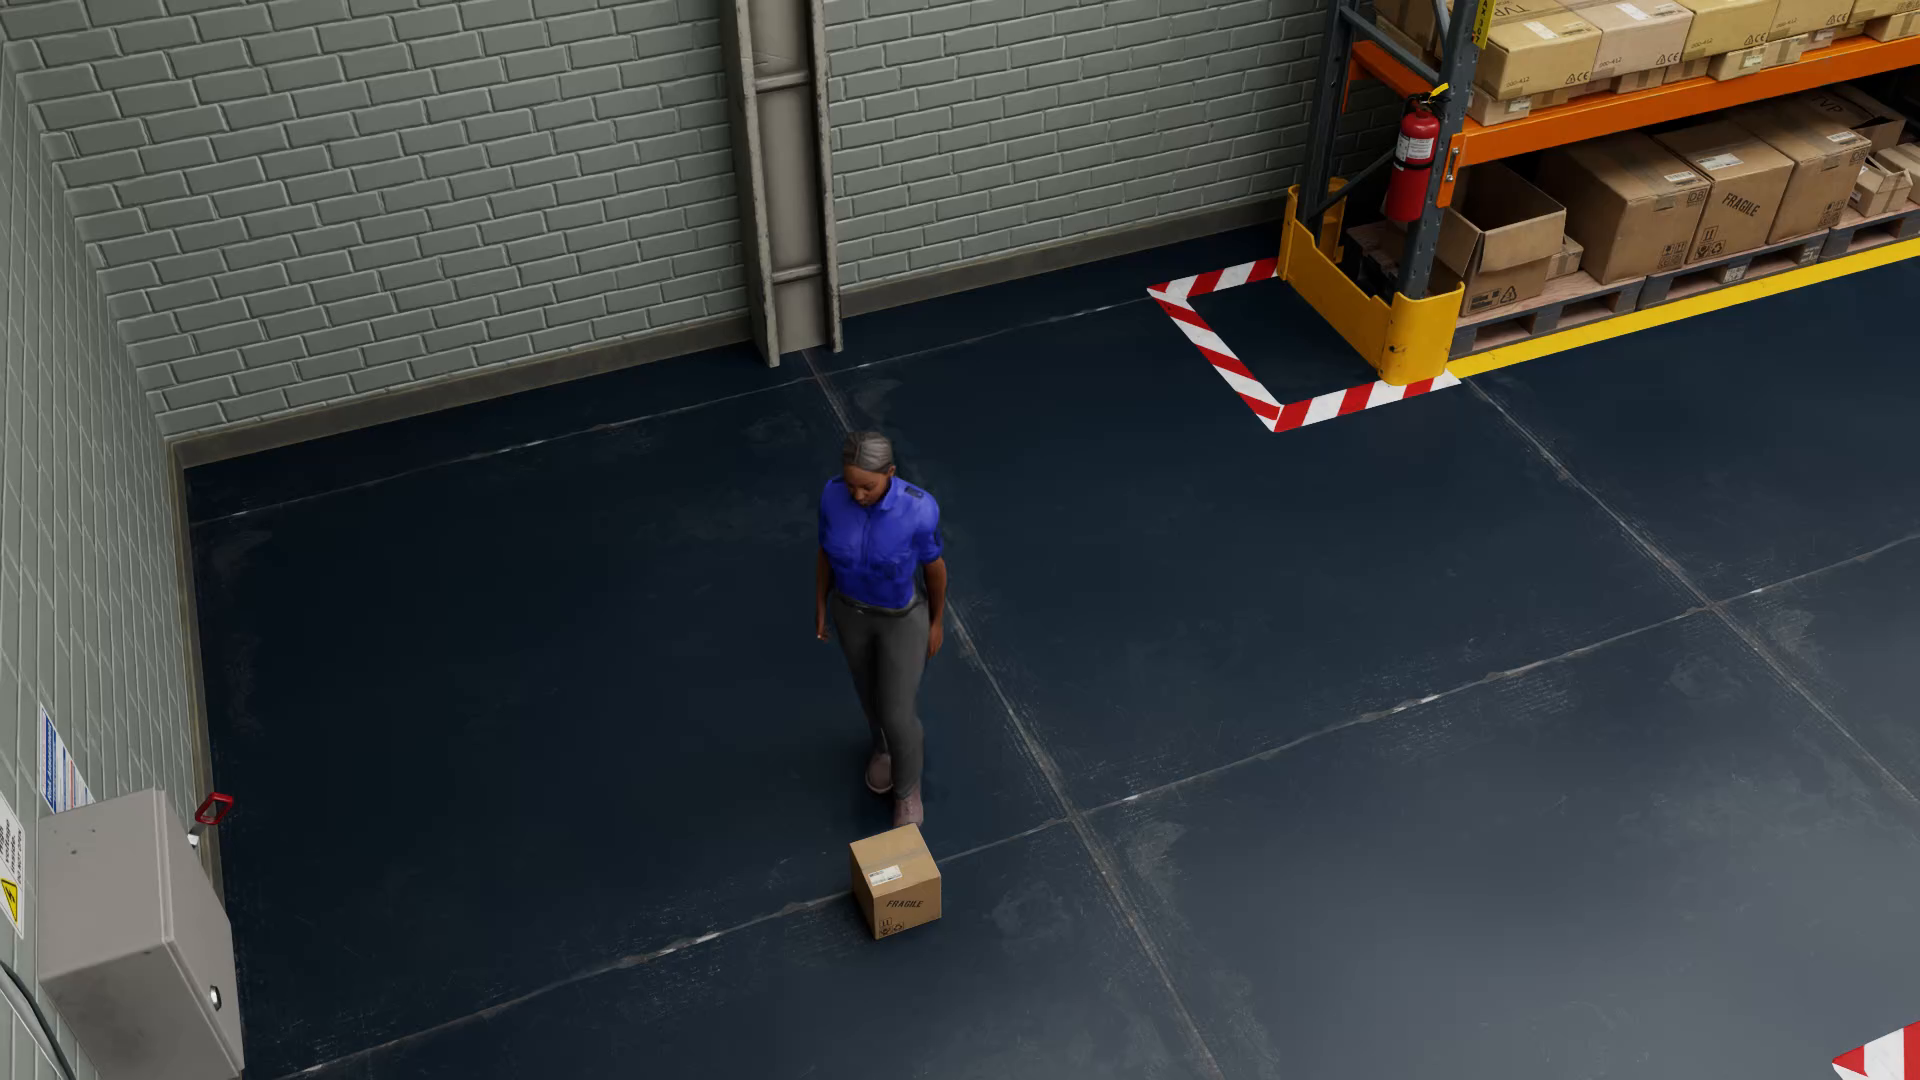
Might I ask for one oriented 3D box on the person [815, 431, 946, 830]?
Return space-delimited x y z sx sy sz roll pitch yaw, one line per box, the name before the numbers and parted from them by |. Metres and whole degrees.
person | -0.306 0.325 5.827 0.469 1.711 0.438 15 44 16
